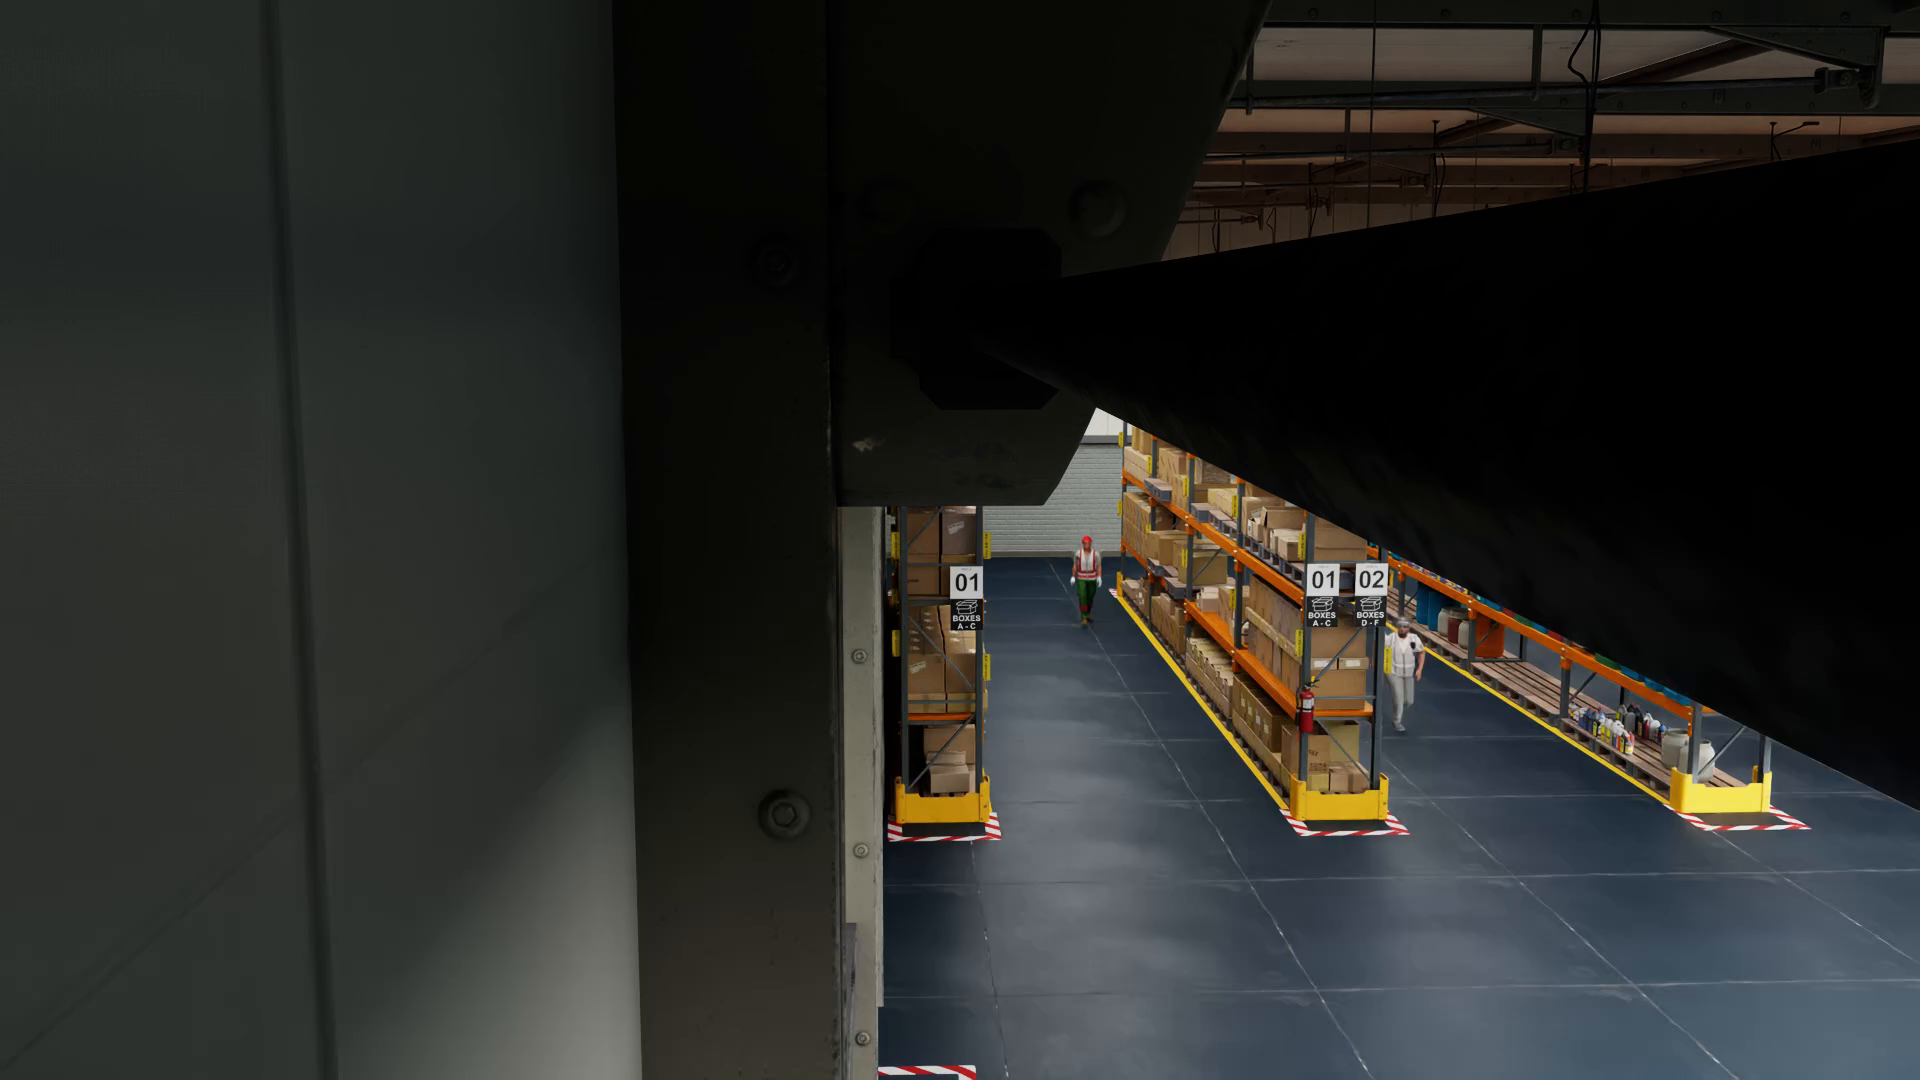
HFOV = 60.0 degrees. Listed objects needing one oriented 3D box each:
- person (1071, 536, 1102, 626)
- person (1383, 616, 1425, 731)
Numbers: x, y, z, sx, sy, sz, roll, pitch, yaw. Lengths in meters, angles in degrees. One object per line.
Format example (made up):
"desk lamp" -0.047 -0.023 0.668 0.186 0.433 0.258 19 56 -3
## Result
"person" 2.533 0.783 33.198 0.608 1.724 1.034 0 8 -2
"person" 6.635 1.973 25.032 0.675 1.728 0.608 -1 8 -10
